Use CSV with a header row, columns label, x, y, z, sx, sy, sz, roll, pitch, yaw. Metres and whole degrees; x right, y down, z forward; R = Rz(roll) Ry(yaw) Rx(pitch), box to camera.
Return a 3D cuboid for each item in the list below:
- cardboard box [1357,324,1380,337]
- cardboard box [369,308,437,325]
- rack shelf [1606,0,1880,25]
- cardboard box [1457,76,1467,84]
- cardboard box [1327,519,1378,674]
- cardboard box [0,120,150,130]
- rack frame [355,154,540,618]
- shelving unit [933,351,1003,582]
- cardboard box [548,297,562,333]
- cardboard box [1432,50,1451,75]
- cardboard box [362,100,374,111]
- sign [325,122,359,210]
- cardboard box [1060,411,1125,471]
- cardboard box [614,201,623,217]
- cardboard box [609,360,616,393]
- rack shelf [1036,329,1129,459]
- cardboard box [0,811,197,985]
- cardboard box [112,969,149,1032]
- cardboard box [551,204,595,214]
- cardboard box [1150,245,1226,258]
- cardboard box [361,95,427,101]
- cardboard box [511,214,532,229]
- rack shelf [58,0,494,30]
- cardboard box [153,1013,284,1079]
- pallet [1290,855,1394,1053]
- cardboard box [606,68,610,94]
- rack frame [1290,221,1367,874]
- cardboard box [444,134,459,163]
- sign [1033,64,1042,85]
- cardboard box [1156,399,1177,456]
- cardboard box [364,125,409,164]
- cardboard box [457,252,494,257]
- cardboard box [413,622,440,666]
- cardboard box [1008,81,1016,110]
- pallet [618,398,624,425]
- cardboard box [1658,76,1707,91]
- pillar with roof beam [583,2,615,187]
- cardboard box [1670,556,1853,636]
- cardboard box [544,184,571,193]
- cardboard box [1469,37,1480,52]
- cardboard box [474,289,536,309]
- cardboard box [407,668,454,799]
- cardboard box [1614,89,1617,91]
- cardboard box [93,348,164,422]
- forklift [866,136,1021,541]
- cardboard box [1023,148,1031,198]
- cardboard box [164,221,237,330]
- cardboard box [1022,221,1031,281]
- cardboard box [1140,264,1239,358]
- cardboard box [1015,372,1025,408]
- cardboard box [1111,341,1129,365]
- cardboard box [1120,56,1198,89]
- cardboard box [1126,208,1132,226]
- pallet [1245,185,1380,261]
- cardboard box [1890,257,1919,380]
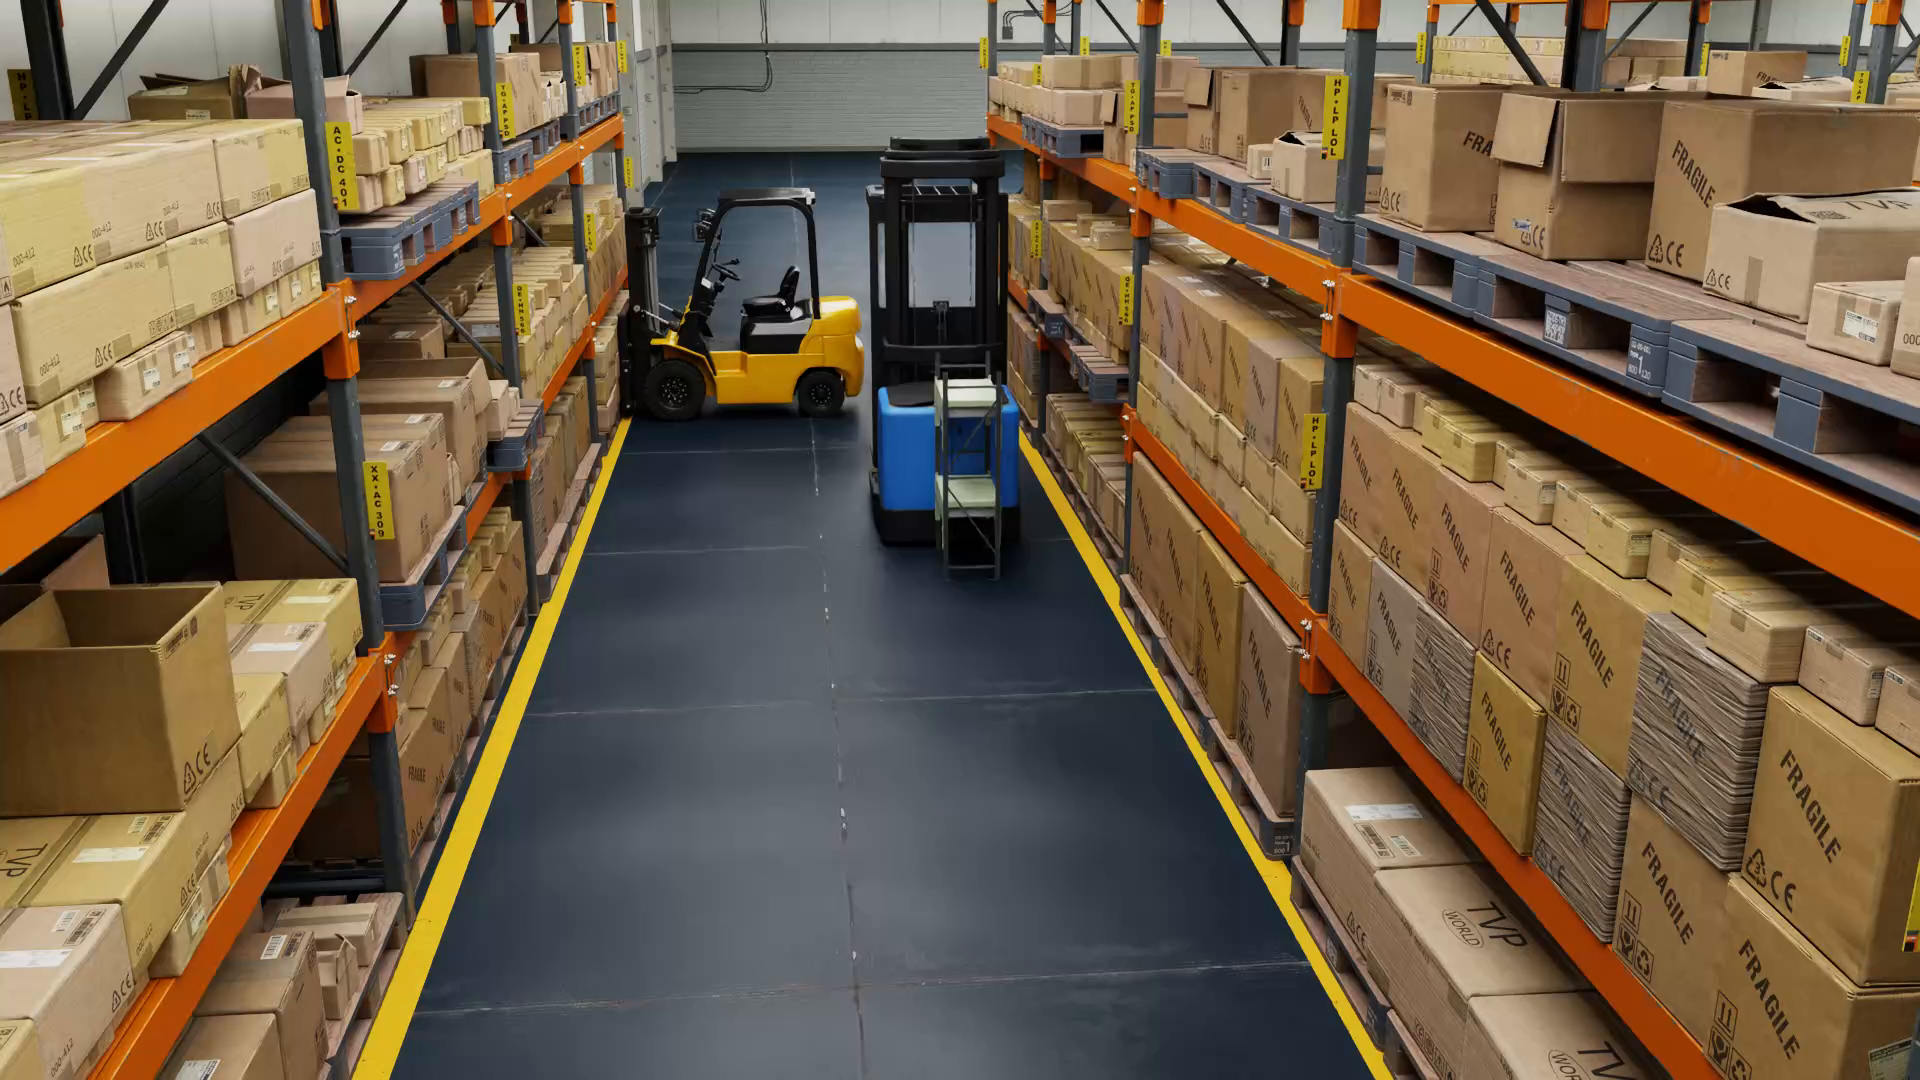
label,x,y,z,sx,sy,sz,roll,pitch,yaw
cardboard box,2.153,-0.846,8.527,0.500,0.500,0.500,-2,18,-7
cardboard box,-3.681,-1.440,11.007,0.380,0.149,0.250,-1,17,-4
rack shelf,6.336,-4.180,12.835,1.077,0.370,4.000,-2,18,-6
cardboard box,5.513,-4.860,17.694,0.380,0.149,0.250,-2,18,-5
cardboard box,1.830,0.219,6.803,0.500,0.500,0.500,-1,17,-4
cardboard box,-3.127,-1.310,5.753,0.500,0.250,0.500,-2,18,-6
rack frame,-3.308,-0.918,10.593,1.000,3.000,0.127,-2,18,-6
shelving unit,0.051,-0.535,11.877,0.431,1.500,0.755,-1,17,-5
cardboard box,-3.275,-1.682,12.442,0.500,0.250,0.500,-2,17,-5
cardboard box,5.512,-5.237,18.228,0.500,0.250,0.500,-2,18,-6
cardboard box,-3.547,-2.415,9.442,0.380,0.149,0.250,-2,18,-5
sign,-2.356,-1.423,6.331,0.100,0.325,0.005,-2,18,-6
cardboard box,1.351,-0.841,14.033,0.950,0.372,0.625,-1,17,-2
cardboard box,-3.762,-3.489,17.532,0.380,0.149,0.250,-1,17,-5
cardboard box,-3.517,-1.540,15.631,0.500,0.250,0.500,-2,18,-6
rack shelf,1.423,-1.325,13.091,1.077,0.370,4.000,-2,18,-6
cardboard box,-2.369,0.950,4.396,0.500,0.250,0.500,-2,18,-7
cardboard box,-2.376,1.171,4.358,0.380,0.149,0.250,-2,17,-5
cardboard box,-3.670,-3.094,15.779,0.380,0.149,0.250,-2,18,-6
cardboard box,1.691,-1.917,12.410,0.500,0.500,0.500,-1,17,-5
cardboard box,-3.637,-2.734,10.751,0.500,0.250,0.500,-2,18,-6
cardboard box,-4.079,-2.849,14.998,0.380,0.149,0.250,-2,18,-6
rack shelf,-3.101,-2.650,7.964,1.077,0.370,4.000,-2,18,-6
cardboard box,-2.456,1.856,5.229,0.500,0.500,0.500,-1,17,-5
pallet,2.042,1.679,6.978,1.003,0.211,1.213,-2,18,-6
cardboard box,-3.719,-4.604,16.681,0.396,0.266,0.258,-2,18,-5
rack frame,2.042,0.119,7.289,1.000,3.000,0.127,-2,18,-6
cardboard box,-2.953,-2.140,9.063,0.380,0.149,0.250,-2,18,-6
sign,0.678,-3.923,14.294,0.100,0.325,0.005,-2,18,-6
cardboard box,1.500,-0.695,10.133,0.500,0.250,0.500,-2,18,-7
cardboard box,-2.572,-1.684,7.081,0.380,0.149,0.250,-2,18,-7
cardboard box,-3.922,-2.274,13.663,0.380,0.149,0.250,-2,18,-7
cardboard box,-2.841,0.528,8.376,0.380,0.149,0.250,-2,18,-6
cardboard box,0.745,-4.343,16.248,0.500,0.250,0.500,-1,17,-4
pallet,-3.890,-1.382,16.726,1.003,0.211,1.213,-2,18,-6
cardboard box,6.362,-3.849,14.305,0.500,0.250,0.500,-2,17,-5
pillar with roof beam,-1.913,-9.637,28.349,9.100,9.000,0.400,-2,18,-6
cardboard box,2.073,0.151,4.271,0.380,0.149,0.250,-1,17,-4
cardboard box,-4.311,-3.694,17.689,0.380,0.149,0.250,-2,18,-7
cardboard box,5.539,-5.167,17.338,0.380,0.149,0.250,-2,18,-7
cardboard box,-3.223,-1.686,11.790,0.380,0.149,0.250,-2,17,-5
cardboard box,-2.786,0.957,8.094,0.500,0.500,0.500,-2,18,-6
cardboard box,6.378,-4.277,15.836,0.380,0.149,0.250,-2,18,-6
cardboard box,-2.346,-0.408,4.380,0.380,0.149,0.250,-2,18,-6
forklift,-0.188,-1.784,13.465,1.130,2.935,3.031,-1,17,-5
cardboard box,1.074,-3.977,18.005,0.700,0.500,0.500,-2,18,-7
cardboard box,-2.491,-0.784,4.913,0.500,0.250,0.500,-1,17,-4
cardboard box,0.864,-2.732,15.707,0.500,0.500,0.500,-1,17,-4
cardboard box,1.437,-1.443,10.429,0.500,0.500,0.500,-2,18,-7
cardboard box,0.823,-1.479,16.269,0.500,0.250,0.500,-2,18,-7
cardboard box,1.262,-1.321,11.595,0.380,0.149,0.250,-2,17,-5
cardboard box,1.530,-3.591,12.813,0.500,0.250,0.500,-1,17,-5
cardboard box,1.573,-2.628,13.593,0.380,0.149,0.250,-2,18,-7
pallet,1.898,-1.492,7.734,0.805,0.209,1.217,-2,18,-8
cardboard box,2.318,-0.428,3.407,0.500,0.250,0.500,-3,18,-11
